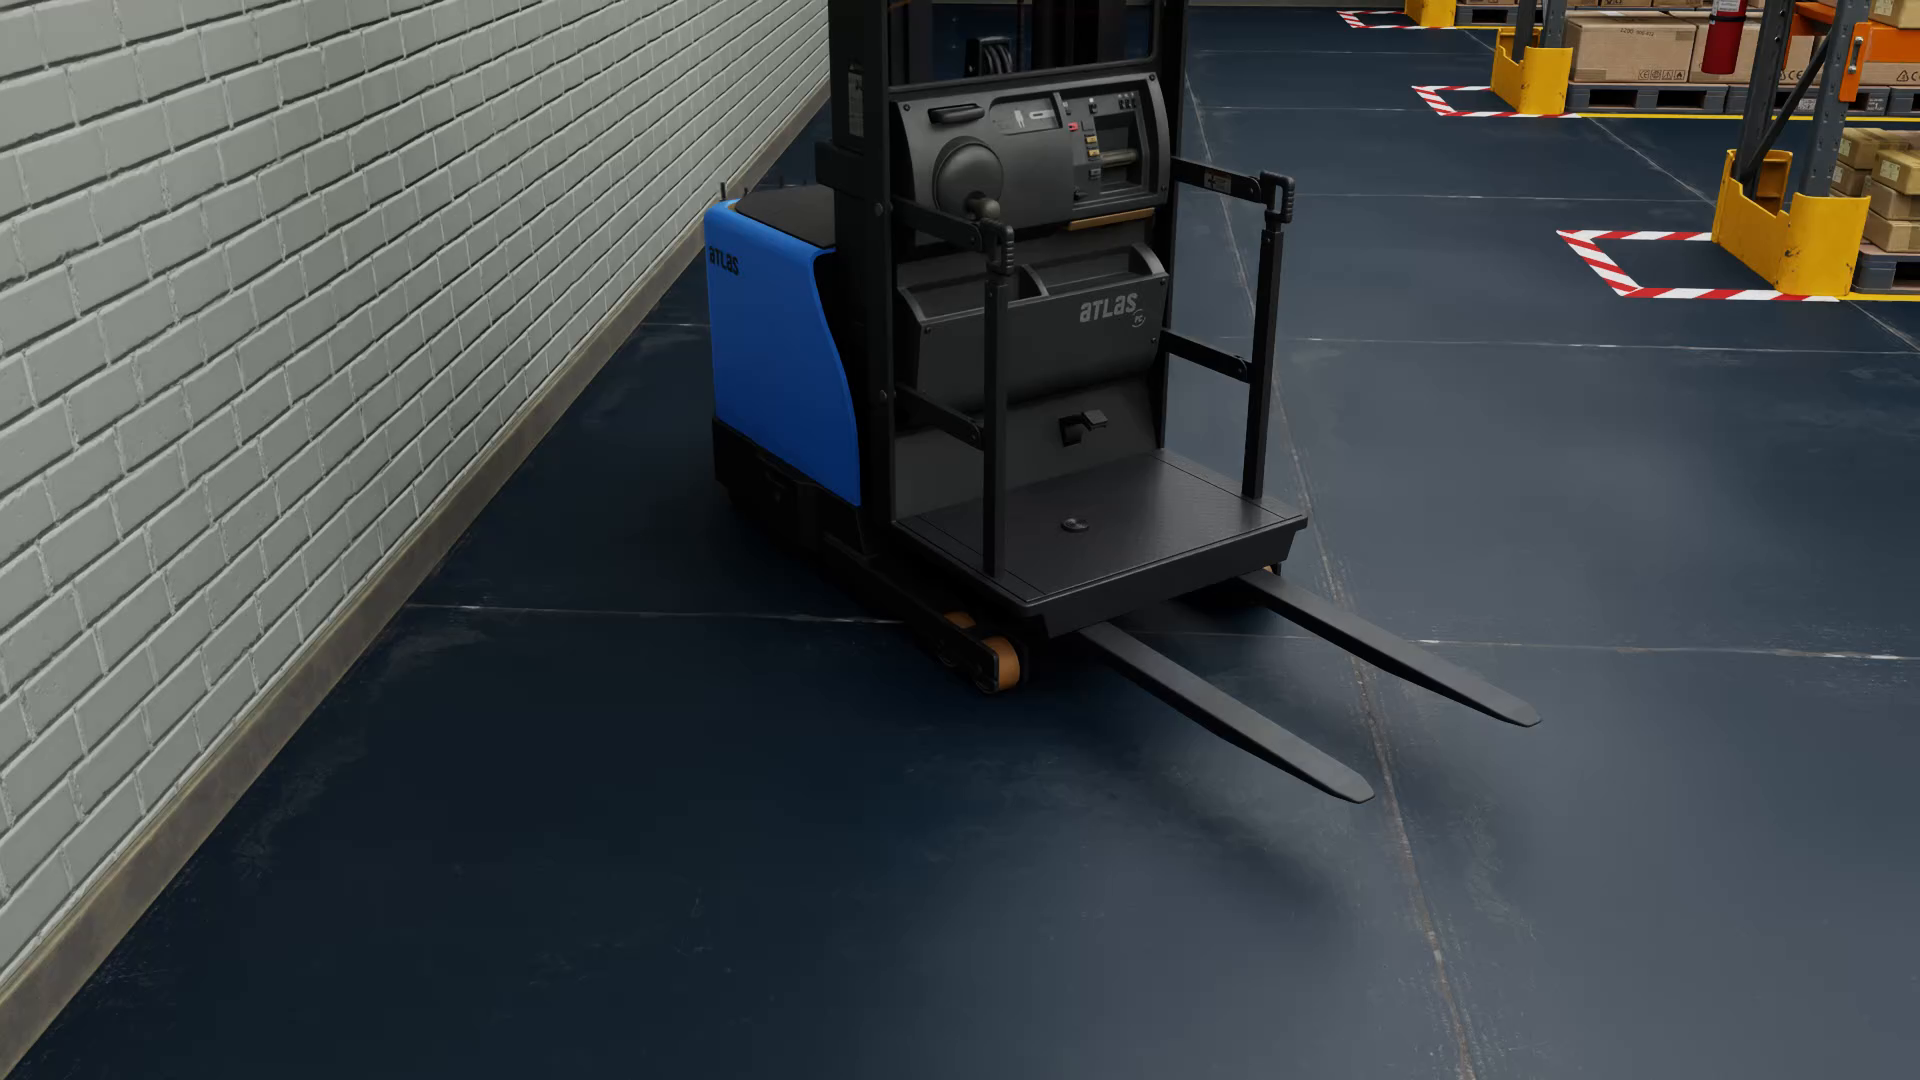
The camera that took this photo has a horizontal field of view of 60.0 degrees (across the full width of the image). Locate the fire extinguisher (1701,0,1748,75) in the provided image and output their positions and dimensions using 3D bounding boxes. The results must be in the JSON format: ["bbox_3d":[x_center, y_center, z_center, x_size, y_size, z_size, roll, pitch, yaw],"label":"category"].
[{"bbox_3d":[4.109,-2.843,8.878,0.183,0.674,0.296,2,25,4],"label":"fire extinguisher"}]

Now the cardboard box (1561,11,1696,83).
[{"bbox_3d":[5.268,-3.961,13.332,0.875,0.438,0.875,1,25,2],"label":"cardboard box"}]

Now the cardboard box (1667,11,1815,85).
[{"bbox_3d":[6.181,-3.935,13.276,0.875,0.438,0.875,2,25,5],"label":"cardboard box"}]

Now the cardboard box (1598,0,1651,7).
[{"bbox_3d":[6.950,-5.876,17.420,0.500,0.500,0.500,2,25,5],"label":"cardboard box"}]

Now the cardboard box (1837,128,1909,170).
[{"bbox_3d":[4.872,-2.102,8.925,0.250,0.149,0.380,2,25,5],"label":"cardboard box"}]

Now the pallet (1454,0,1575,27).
[{"bbox_3d":[5.850,-5.688,17.859,1.213,0.211,1.003,2,25,4],"label":"pallet"}]

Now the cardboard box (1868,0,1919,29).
[{"bbox_3d":[4.622,-2.586,8.082,0.250,0.149,0.380,2,25,4],"label":"cardboard box"}]

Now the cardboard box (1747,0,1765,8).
[{"bbox_3d":[8.389,-5.645,17.338,0.250,0.149,0.380,1,25,2],"label":"cardboard box"}]

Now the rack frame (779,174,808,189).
[{"bbox_3d":[-0.592,-0.851,6.324,0.008,1.050,0.200,-16,25,-32],"label":"rack frame"}]

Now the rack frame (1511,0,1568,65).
[{"bbox_3d":[4.603,-4.913,12.839,0.127,3.000,1.000,2,25,4],"label":"rack frame"}]

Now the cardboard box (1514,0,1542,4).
[{"bbox_3d":[6.002,-5.789,17.651,0.250,0.149,0.380,1,25,2],"label":"cardboard box"}]

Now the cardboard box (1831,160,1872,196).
[{"bbox_3d":[4.872,-1.980,9.016,0.250,0.149,0.380,1,25,3],"label":"cardboard box"}]

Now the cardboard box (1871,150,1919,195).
[{"bbox_3d":[4.821,-1.854,8.388,0.250,0.149,0.380,1,25,2],"label":"cardboard box"}]

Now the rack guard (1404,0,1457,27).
[{"bbox_3d":[5.055,-5.844,17.853,0.348,0.500,1.175,2,25,4],"label":"rack guard"}]

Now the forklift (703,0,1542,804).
[{"bbox_3d":[0.352,-1.116,4.670,1.130,2.935,3.031,-16,29,-31],"label":"forklift"}]

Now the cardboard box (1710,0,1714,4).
[{"bbox_3d":[8.033,-5.710,17.339,0.258,0.266,0.396,3,25,6],"label":"cardboard box"}]

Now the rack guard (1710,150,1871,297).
[{"bbox_3d":[4.400,-1.709,8.866,0.348,0.500,1.175,2,25,4],"label":"rack guard"}]

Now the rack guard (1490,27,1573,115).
[{"bbox_3d":[4.579,-3.778,13.364,0.348,0.500,1.175,2,25,4],"label":"rack guard"}]

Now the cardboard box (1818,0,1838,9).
[{"bbox_3d":[4.671,-2.840,8.635,0.250,0.149,0.380,2,25,4],"label":"cardboard box"}]

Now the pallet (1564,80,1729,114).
[{"bbox_3d":[5.406,-3.653,13.437,1.213,0.211,1.003,2,25,4],"label":"pallet"}]

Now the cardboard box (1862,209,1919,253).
[{"bbox_3d":[4.822,-1.592,8.530,0.250,0.149,0.380,2,25,5],"label":"cardboard box"}]

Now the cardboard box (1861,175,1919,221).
[{"bbox_3d":[4.827,-1.754,8.526,0.250,0.149,0.380,3,25,6],"label":"cardboard box"}]

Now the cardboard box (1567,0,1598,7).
[{"bbox_3d":[6.431,-5.935,17.547,0.500,0.500,0.700,3,25,6],"label":"cardboard box"}]

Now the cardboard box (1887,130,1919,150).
[{"bbox_3d":[5.118,-2.070,8.856,0.250,0.149,0.380,2,25,5],"label":"cardboard box"}]

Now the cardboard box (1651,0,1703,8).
[{"bbox_3d":[7.466,-5.902,17.475,0.500,0.500,0.700,1,25,2],"label":"cardboard box"}]

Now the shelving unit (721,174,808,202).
[{"bbox_3d":[-0.692,-0.822,6.260,0.252,1.050,0.215,-16,25,-32],"label":"shelving unit"}]

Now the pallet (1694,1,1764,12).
[{"bbox_3d":[8.282,-5.610,17.689,1.213,0.211,1.003,2,25,4],"label":"pallet"}]

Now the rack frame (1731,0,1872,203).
[{"bbox_3d":[4.324,-2.847,8.349,0.127,3.000,1.000,2,25,4],"label":"rack frame"}]

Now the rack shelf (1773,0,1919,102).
[{"bbox_3d":[6.319,-2.456,8.360,4.000,0.370,1.077,2,25,4],"label":"rack shelf"}]

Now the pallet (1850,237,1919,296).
[{"bbox_3d":[5.207,-1.537,8.838,1.213,0.211,1.003,2,25,4],"label":"pallet"}]

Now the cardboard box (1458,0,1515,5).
[{"bbox_3d":[5.581,-5.980,17.641,0.637,0.503,0.797,1,25,2],"label":"cardboard box"}]

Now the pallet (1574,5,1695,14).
[{"bbox_3d":[7.063,-5.648,17.771,1.213,0.211,1.003,2,25,4],"label":"pallet"}]

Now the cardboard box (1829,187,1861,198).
[{"bbox_3d":[4.865,-1.813,9.009,0.250,0.149,0.380,2,25,5],"label":"cardboard box"}]

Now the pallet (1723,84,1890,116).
[{"bbox_3d":[6.619,-3.613,13.350,1.213,0.211,1.003,2,25,4],"label":"pallet"}]

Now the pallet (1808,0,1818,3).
[{"bbox_3d":[9.781,-5.577,17.618,1.213,0.211,1.003,2,25,4],"label":"pallet"}]

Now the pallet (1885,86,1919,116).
[{"bbox_3d":[7.839,-3.575,13.268,1.213,0.211,1.003,2,25,4],"label":"pallet"}]

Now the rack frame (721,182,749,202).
[{"bbox_3d":[-0.791,-0.792,6.196,0.008,1.050,0.200,-16,25,-32],"label":"rack frame"}]

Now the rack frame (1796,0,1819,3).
[{"bbox_3d":[8.967,-6.854,17.057,0.127,3.000,1.000,2,25,4],"label":"rack frame"}]

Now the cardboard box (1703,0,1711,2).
[{"bbox_3d":[7.894,-5.883,17.856,0.250,0.149,0.380,2,25,3],"label":"cardboard box"}]

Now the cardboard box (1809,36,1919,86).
[{"bbox_3d":[7.080,-3.905,13.212,0.875,0.438,0.875,1,25,2],"label":"cardboard box"}]
